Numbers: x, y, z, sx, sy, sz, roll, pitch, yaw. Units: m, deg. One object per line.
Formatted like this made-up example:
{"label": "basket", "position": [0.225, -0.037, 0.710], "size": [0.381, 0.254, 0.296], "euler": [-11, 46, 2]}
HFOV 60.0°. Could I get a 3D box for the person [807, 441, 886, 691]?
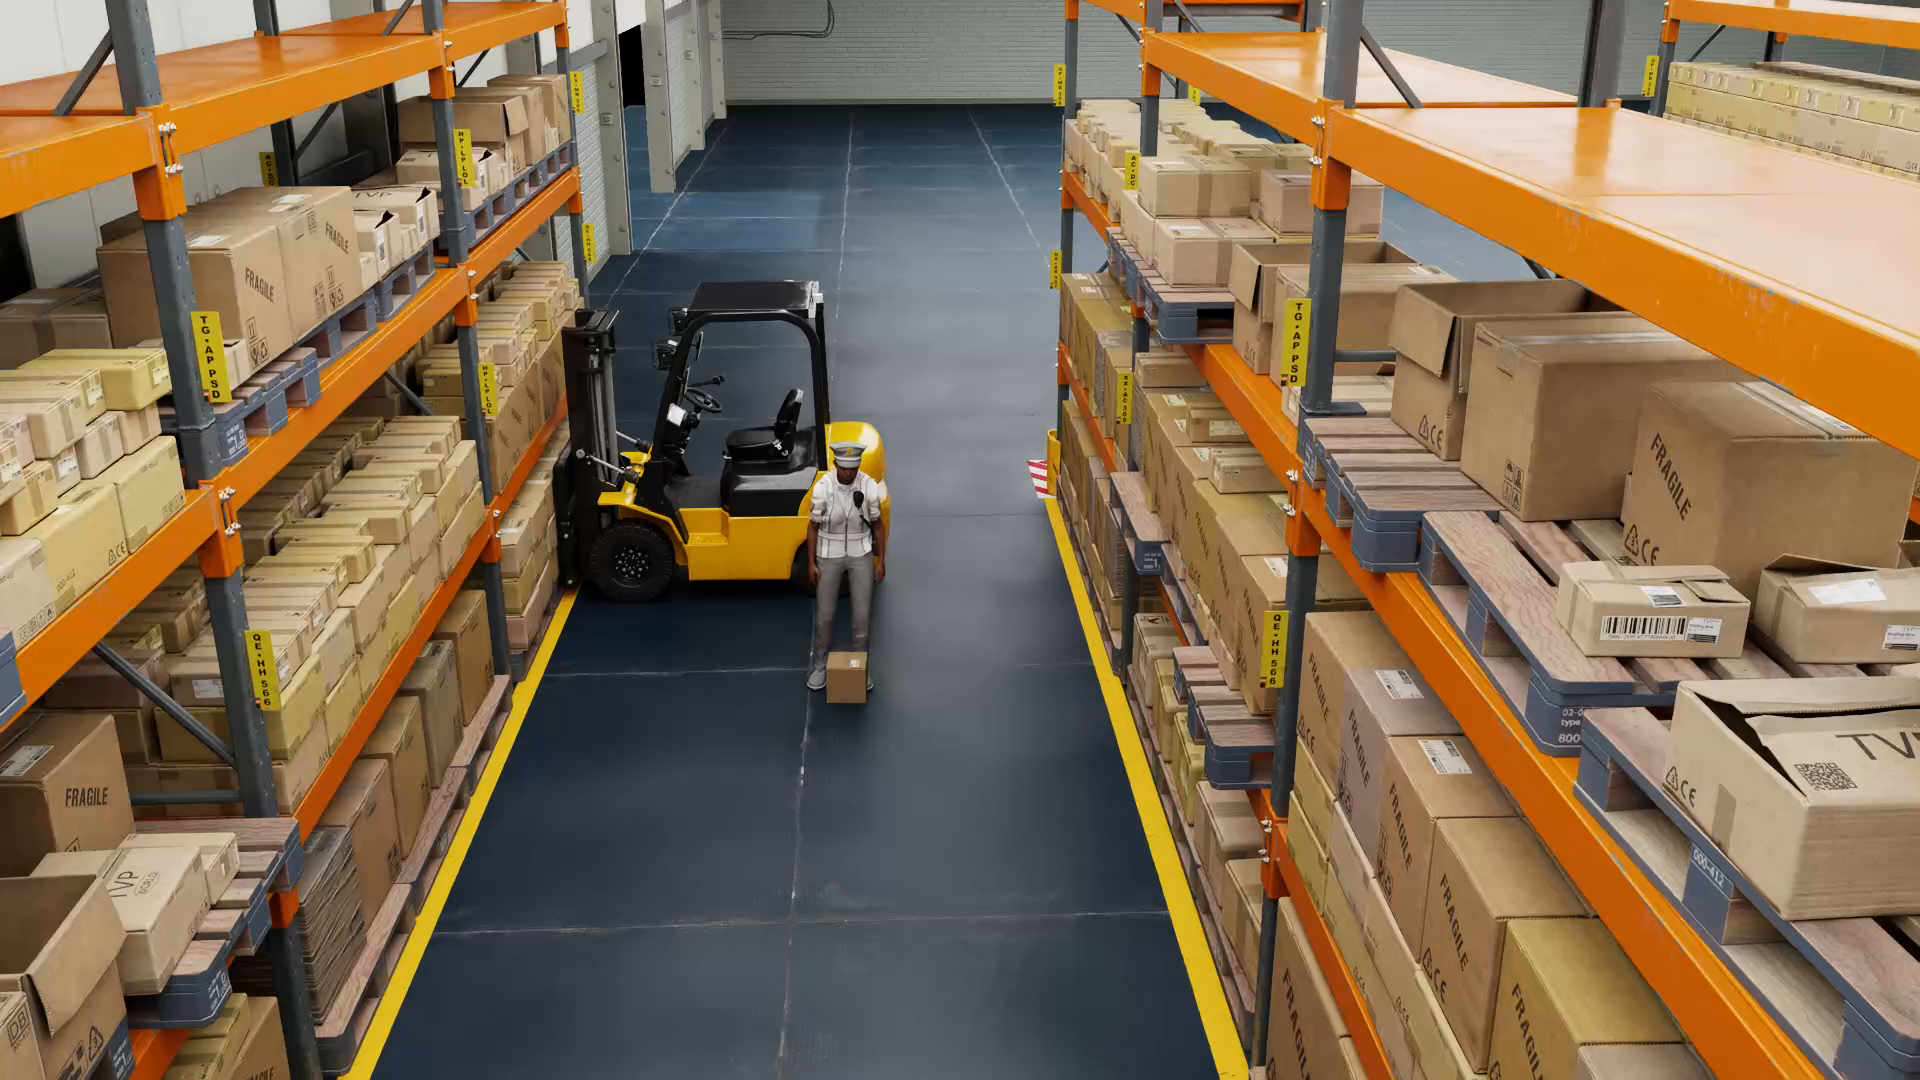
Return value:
{"label": "person", "position": [-0.742, 0.148, 10.677], "size": [0.532, 1.664, 0.421], "euler": [-2, 21, -6]}
